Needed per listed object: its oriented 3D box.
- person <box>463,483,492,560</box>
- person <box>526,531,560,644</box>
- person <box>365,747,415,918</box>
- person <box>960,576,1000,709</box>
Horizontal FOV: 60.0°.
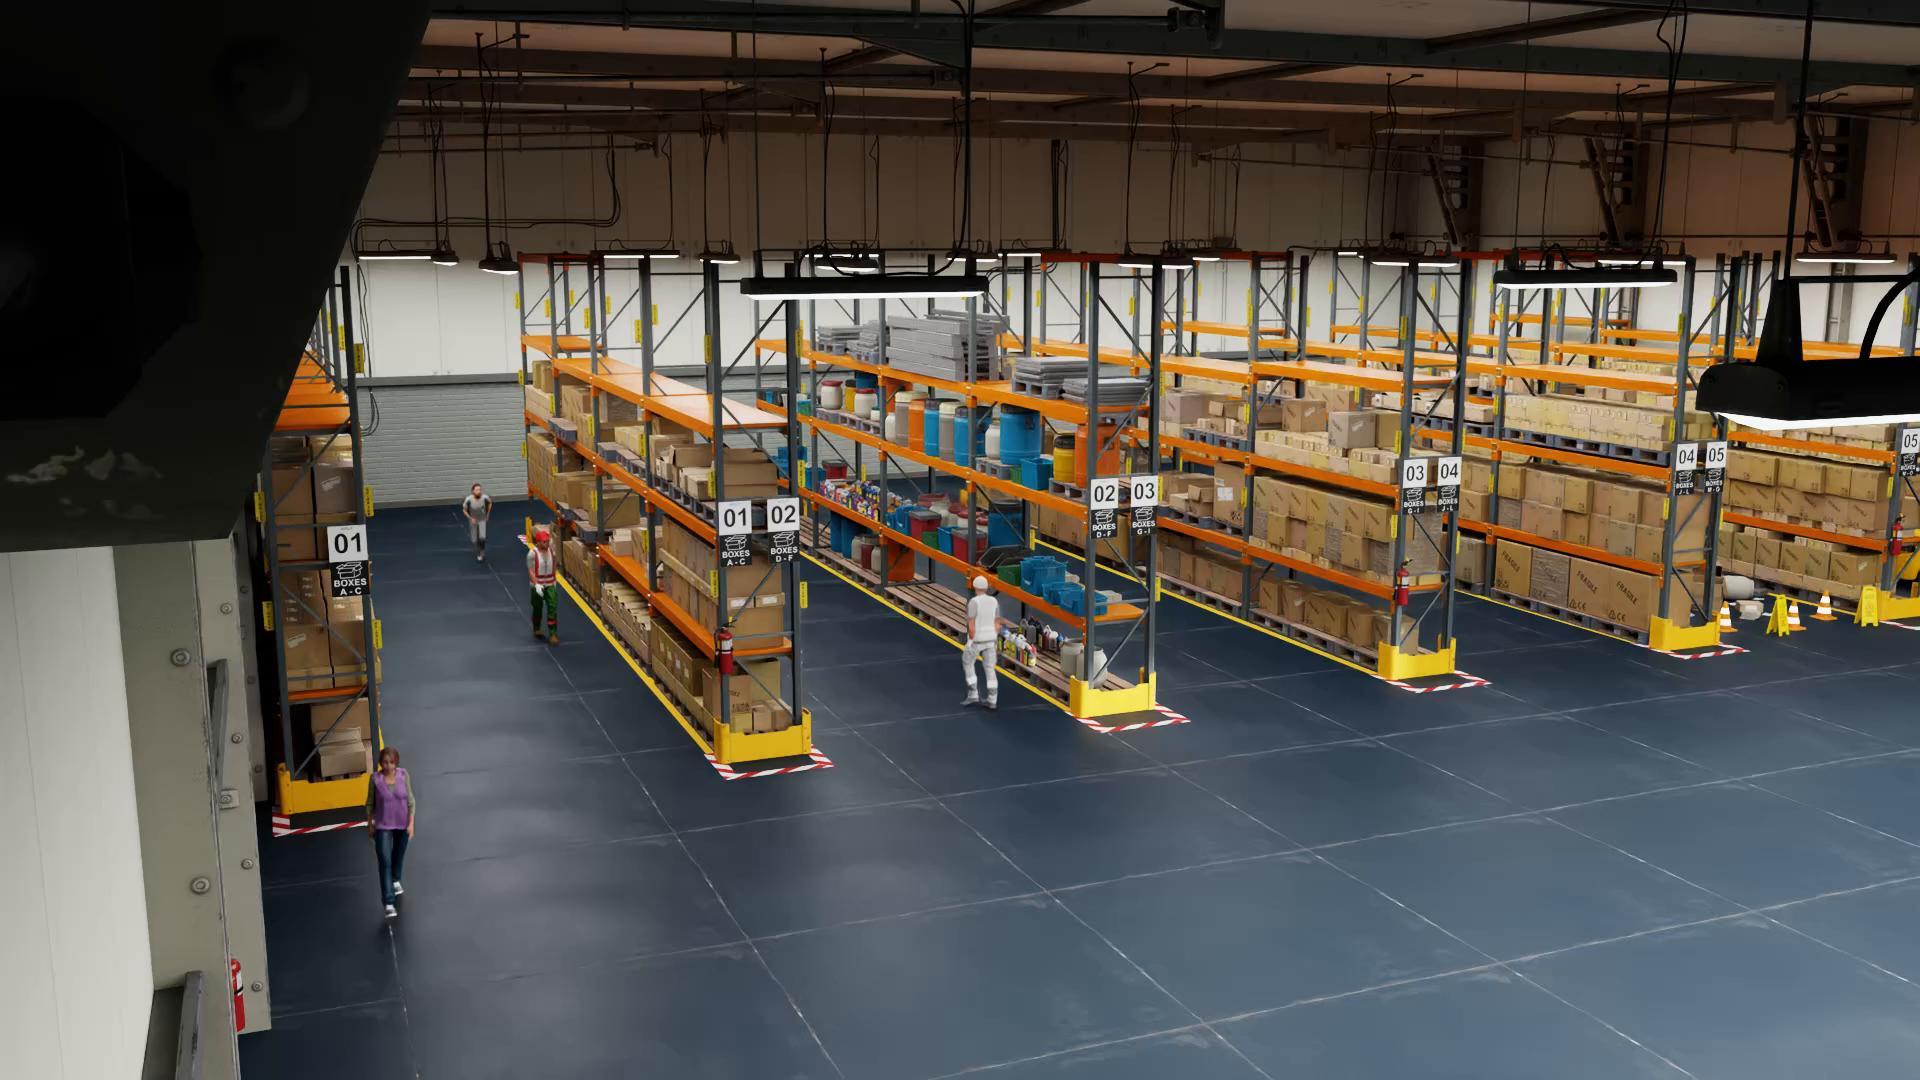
[{"bbox_3d":[-9.457,-0.359,32.643,0.549,1.574,0.696,-2,11,-13],"label":"person"},{"bbox_3d":[-6.547,0.720,26.208,0.519,1.736,0.962,-6,12,-31],"label":"person"},{"bbox_3d":[-5.365,2.729,15.743,0.433,1.532,0.968,-7,12,-32],"label":"person"},{"bbox_3d":[0.310,1.396,22.520,0.591,1.804,0.551,-7,12,-33],"label":"person"}]
